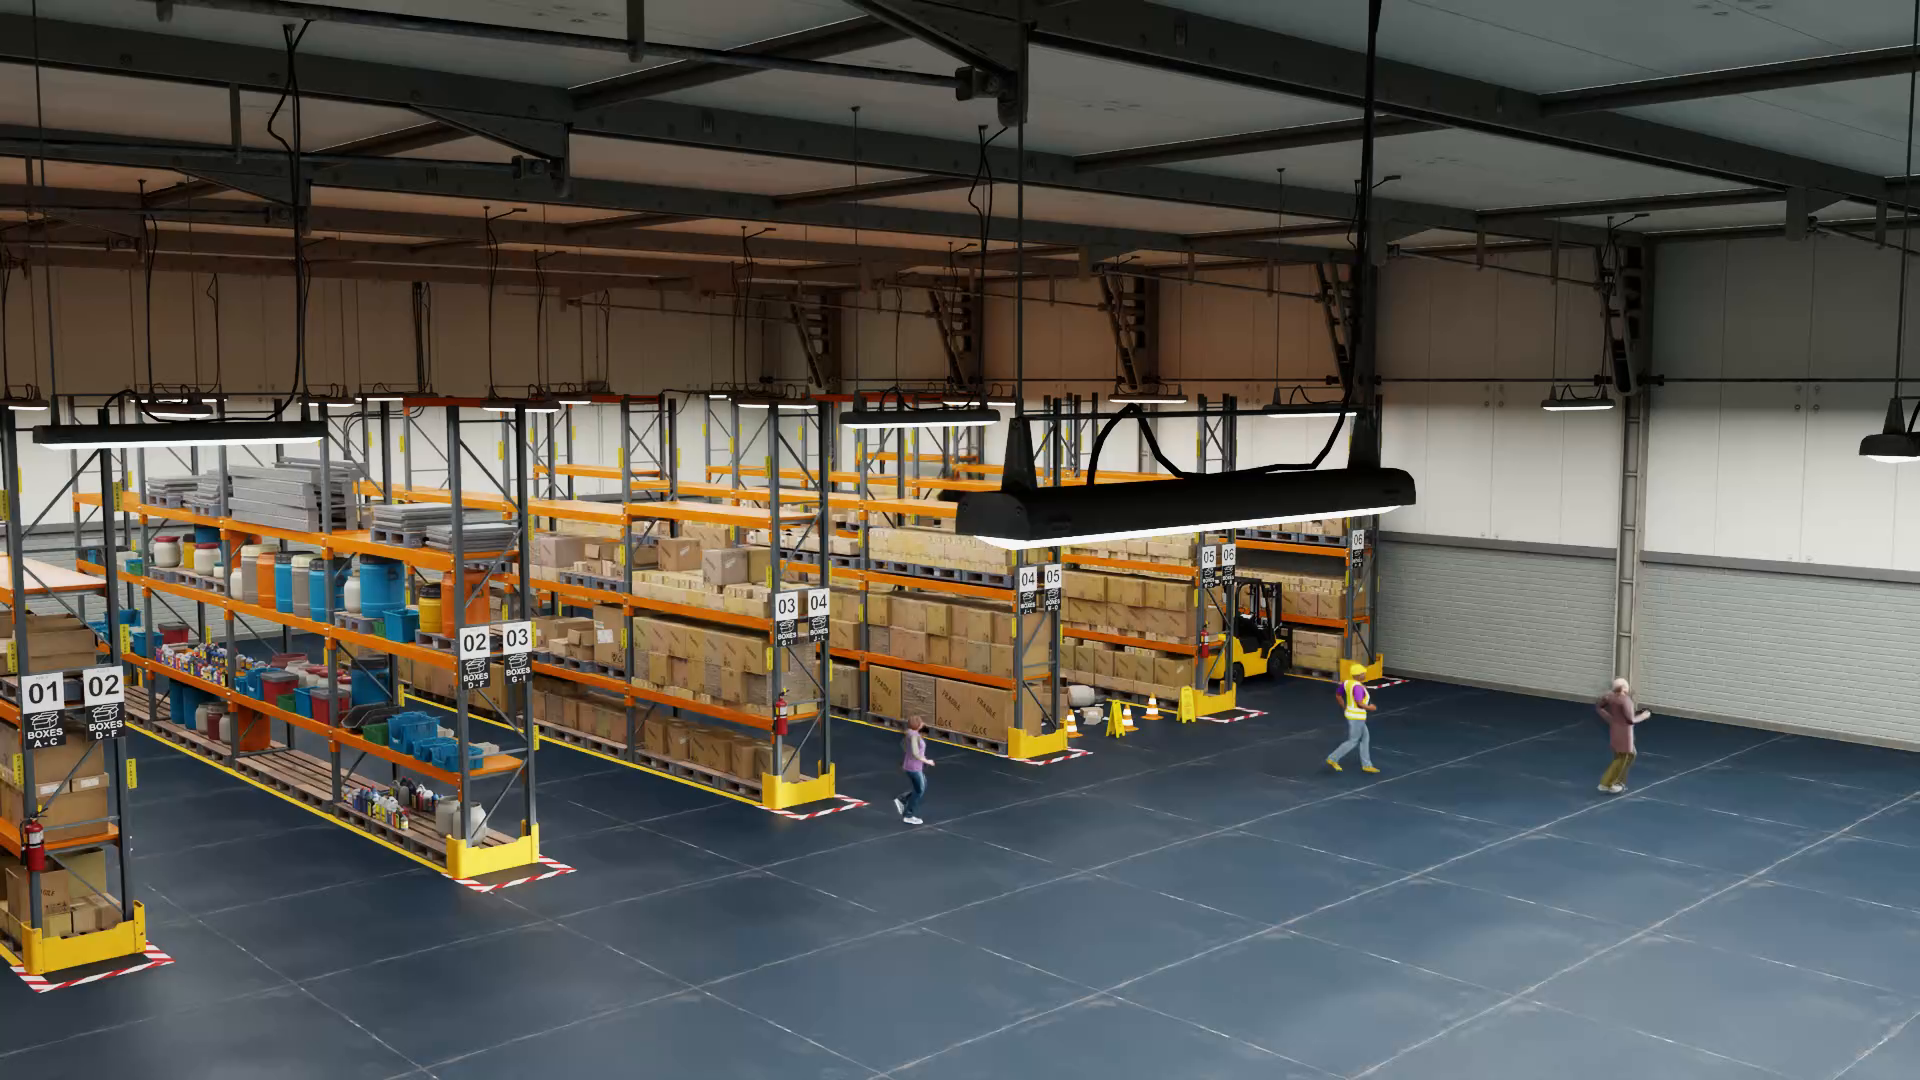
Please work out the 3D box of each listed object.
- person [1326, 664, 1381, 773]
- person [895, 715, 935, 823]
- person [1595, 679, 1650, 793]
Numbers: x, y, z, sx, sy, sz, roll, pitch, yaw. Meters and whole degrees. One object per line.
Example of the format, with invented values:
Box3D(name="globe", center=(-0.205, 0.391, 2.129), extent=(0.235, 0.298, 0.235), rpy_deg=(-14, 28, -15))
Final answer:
Box3D(name="person", center=(6.324, 2.874, 26.639), extent=(0.913, 1.775, 0.693), rpy_deg=(0, 6, 0))
Box3D(name="person", center=(-0.649, 3.266, 23.760), extent=(0.560, 1.562, 0.579), rpy_deg=(-1, 6, -8))
Box3D(name="person", center=(10.111, 3.006, 25.371), extent=(0.754, 1.814, 0.688), rpy_deg=(0, 6, -3))
